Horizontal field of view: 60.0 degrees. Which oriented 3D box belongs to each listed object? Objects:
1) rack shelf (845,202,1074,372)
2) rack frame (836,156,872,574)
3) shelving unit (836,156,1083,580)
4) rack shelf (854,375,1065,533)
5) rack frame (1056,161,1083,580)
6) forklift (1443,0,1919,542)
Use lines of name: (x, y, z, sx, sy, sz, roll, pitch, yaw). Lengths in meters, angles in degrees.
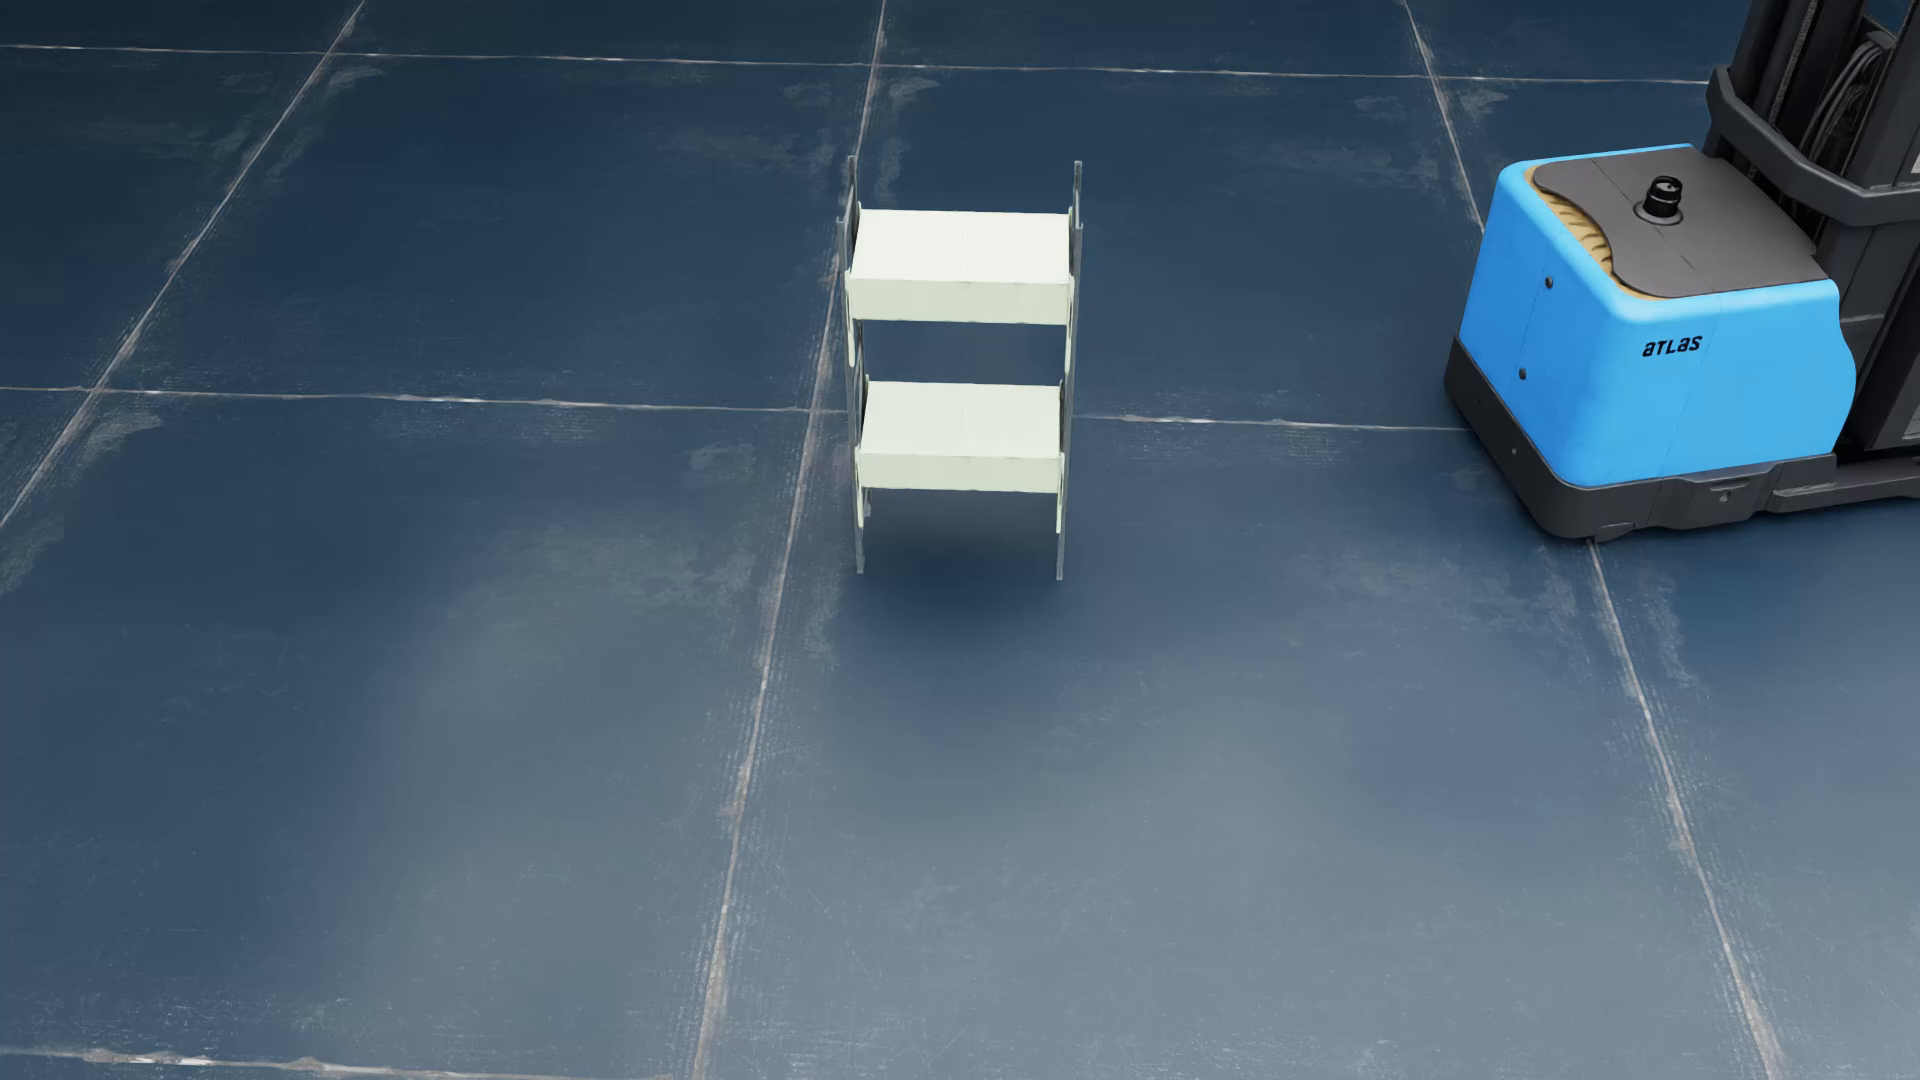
rack shelf: (0.007, -0.834, 5.473, 0.720, 0.370, 0.431, 2, 43, 2)
rack frame: (-0.359, -0.560, 5.751, 0.023, 1.500, 0.400, 2, 43, 2)
shelving unit: (0.007, -0.549, 5.739, 0.755, 1.500, 0.431, 2, 43, 2)
rack shelf: (0.007, -0.310, 5.961, 0.720, 0.370, 0.431, 2, 43, 2)
rack frame: (0.372, -0.537, 5.727, 0.023, 1.500, 0.400, 2, 43, 2)
forklift: (3.556, -1.570, 5.785, 3.031, 2.935, 1.130, -8, 44, -8)
